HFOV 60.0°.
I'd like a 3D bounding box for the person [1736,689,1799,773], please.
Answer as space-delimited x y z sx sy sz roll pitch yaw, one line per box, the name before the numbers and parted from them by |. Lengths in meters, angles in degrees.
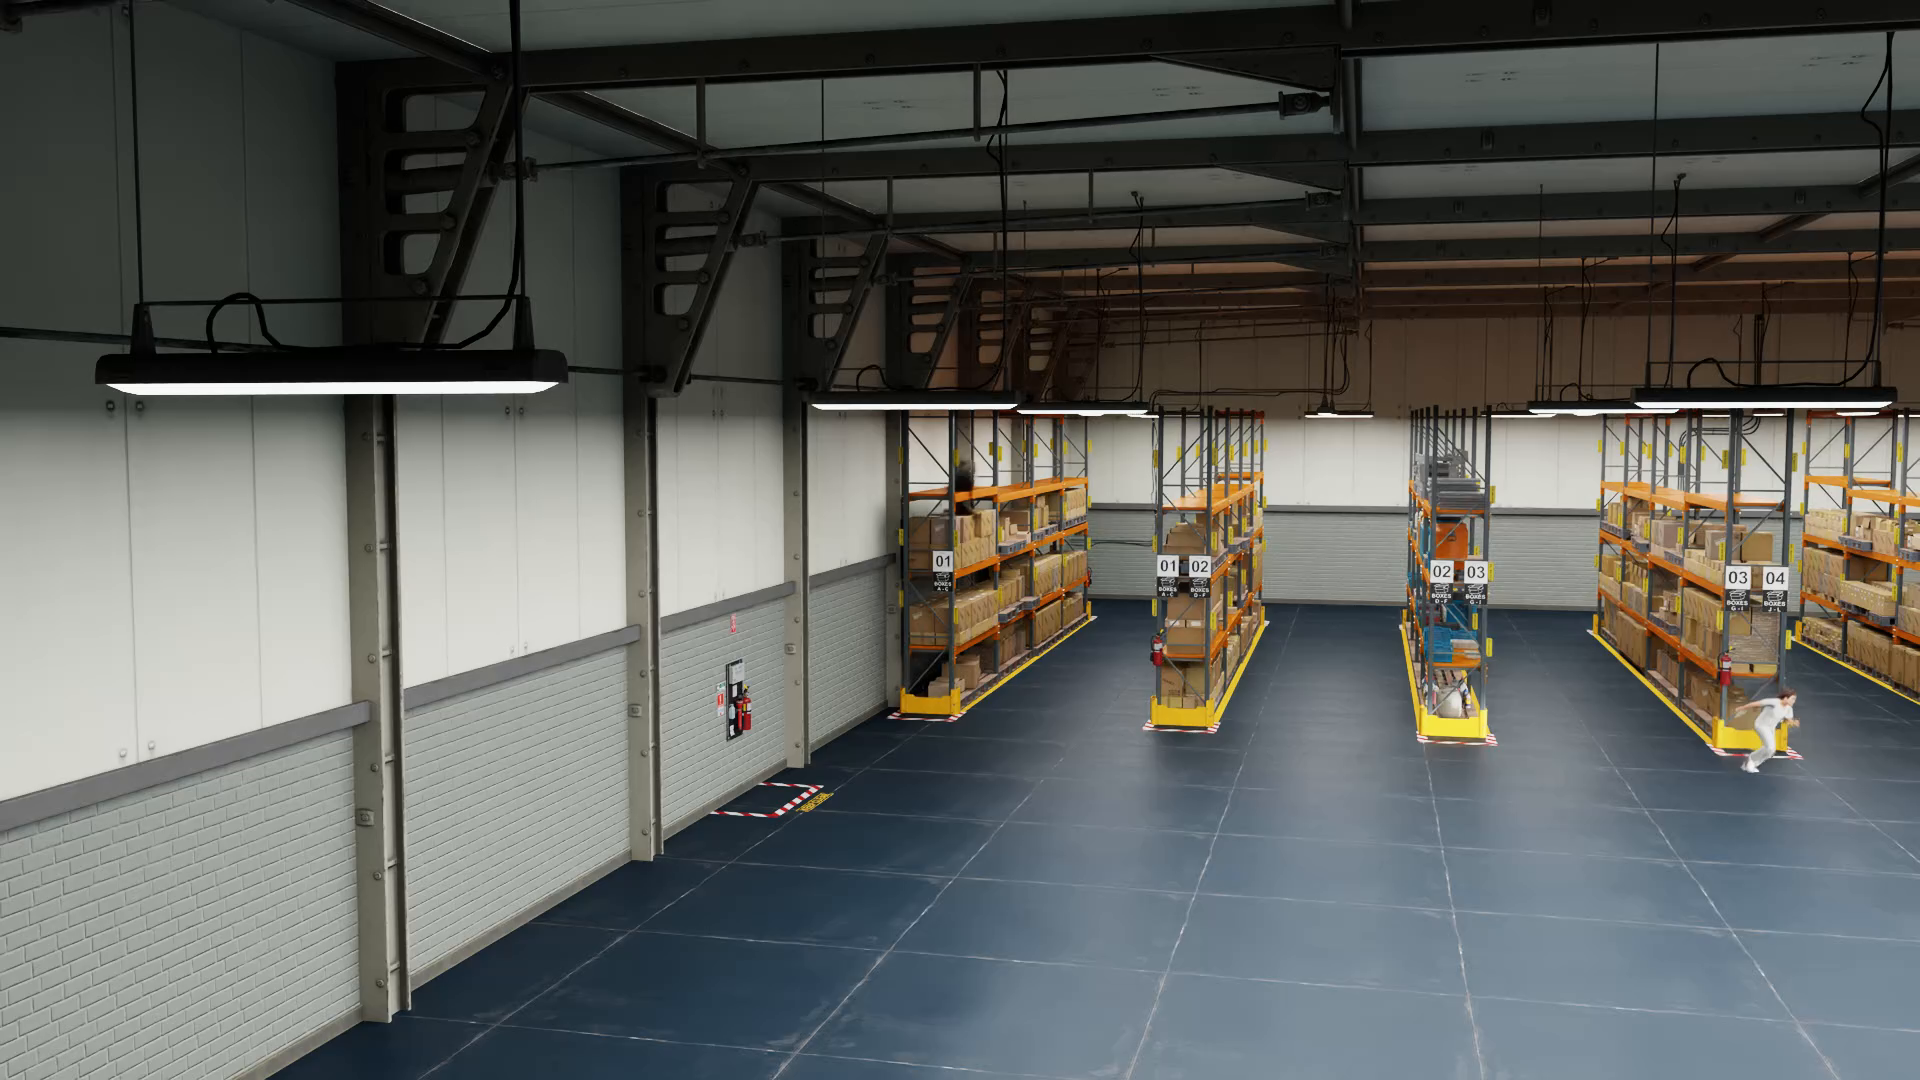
person | 13.050 3.075 26.753 0.588 1.435 0.932 -2 4 -23
